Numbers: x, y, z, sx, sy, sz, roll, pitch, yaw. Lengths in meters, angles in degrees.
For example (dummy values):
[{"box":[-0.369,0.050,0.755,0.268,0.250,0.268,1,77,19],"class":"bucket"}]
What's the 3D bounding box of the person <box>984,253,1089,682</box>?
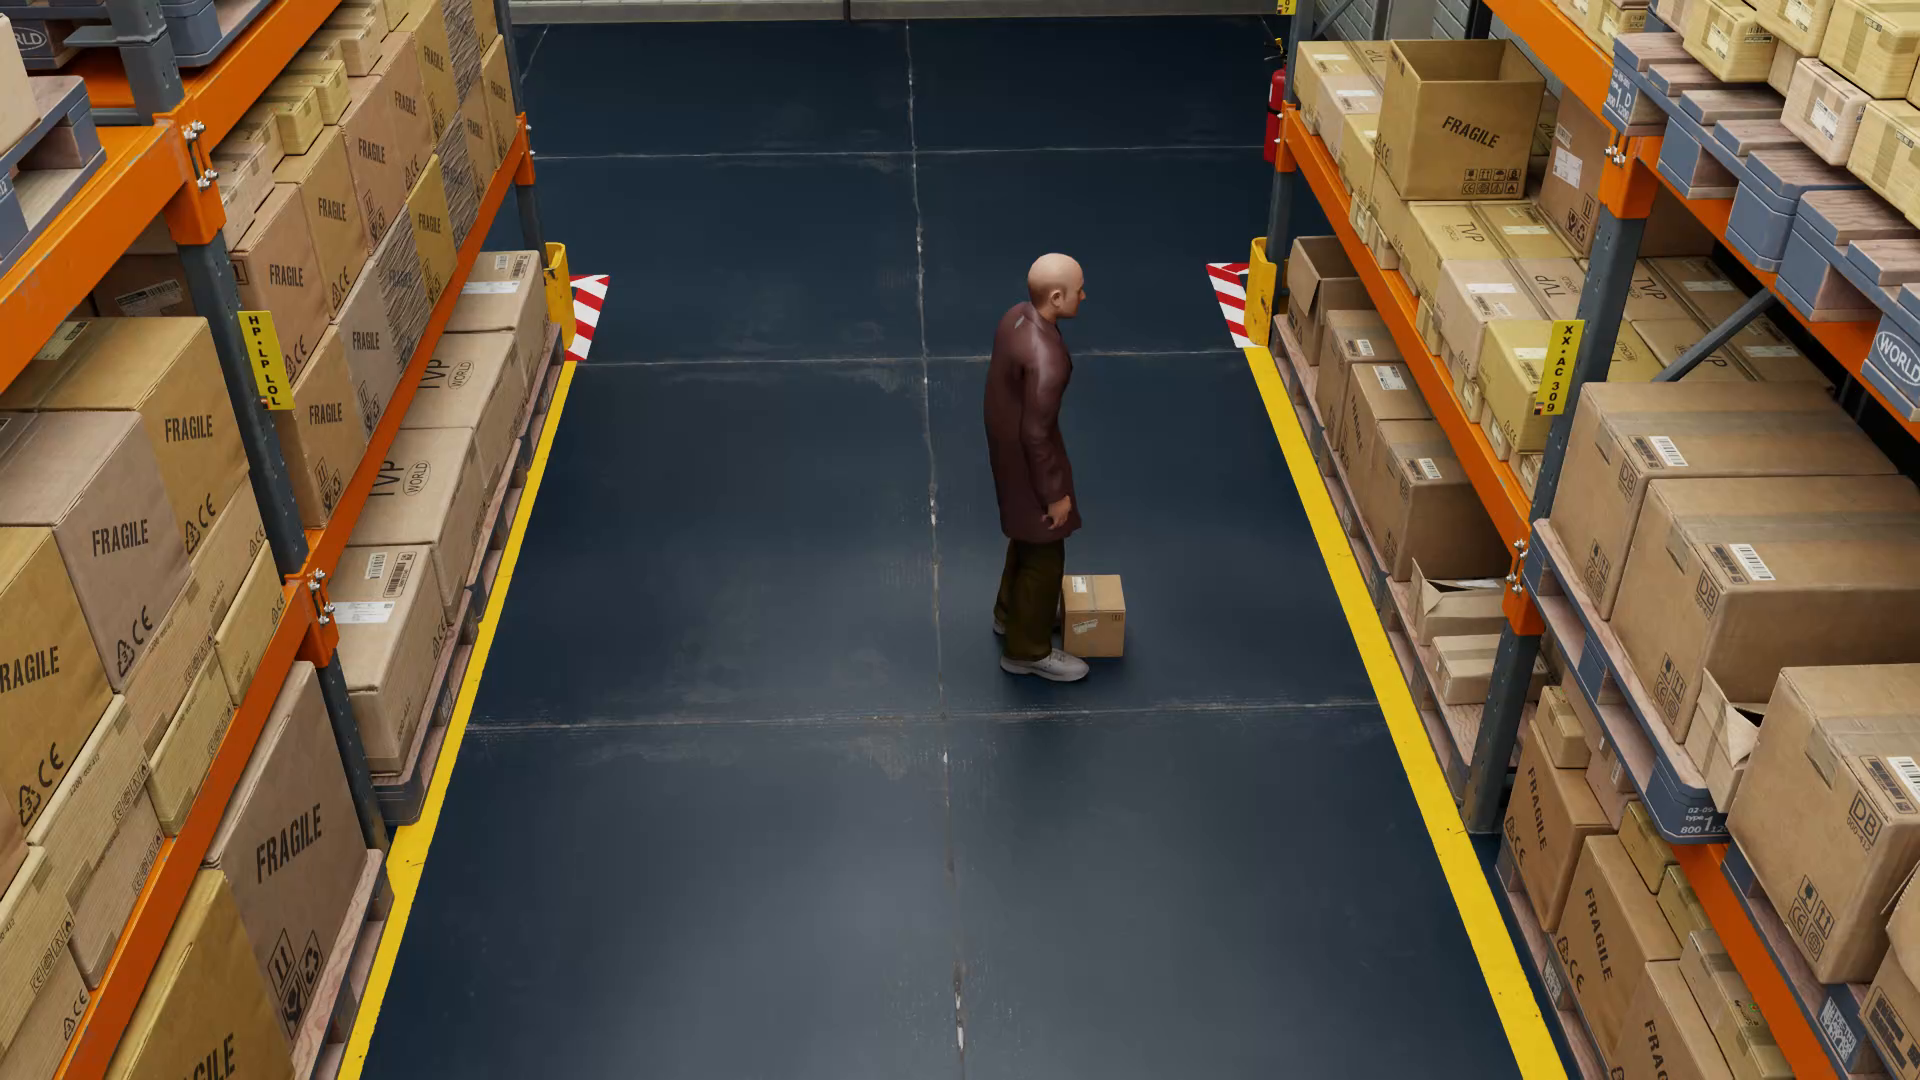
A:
[{"box":[0.308,-0.303,6.594,0.425,1.773,0.652,-3,35,-5],"class":"person"}]
